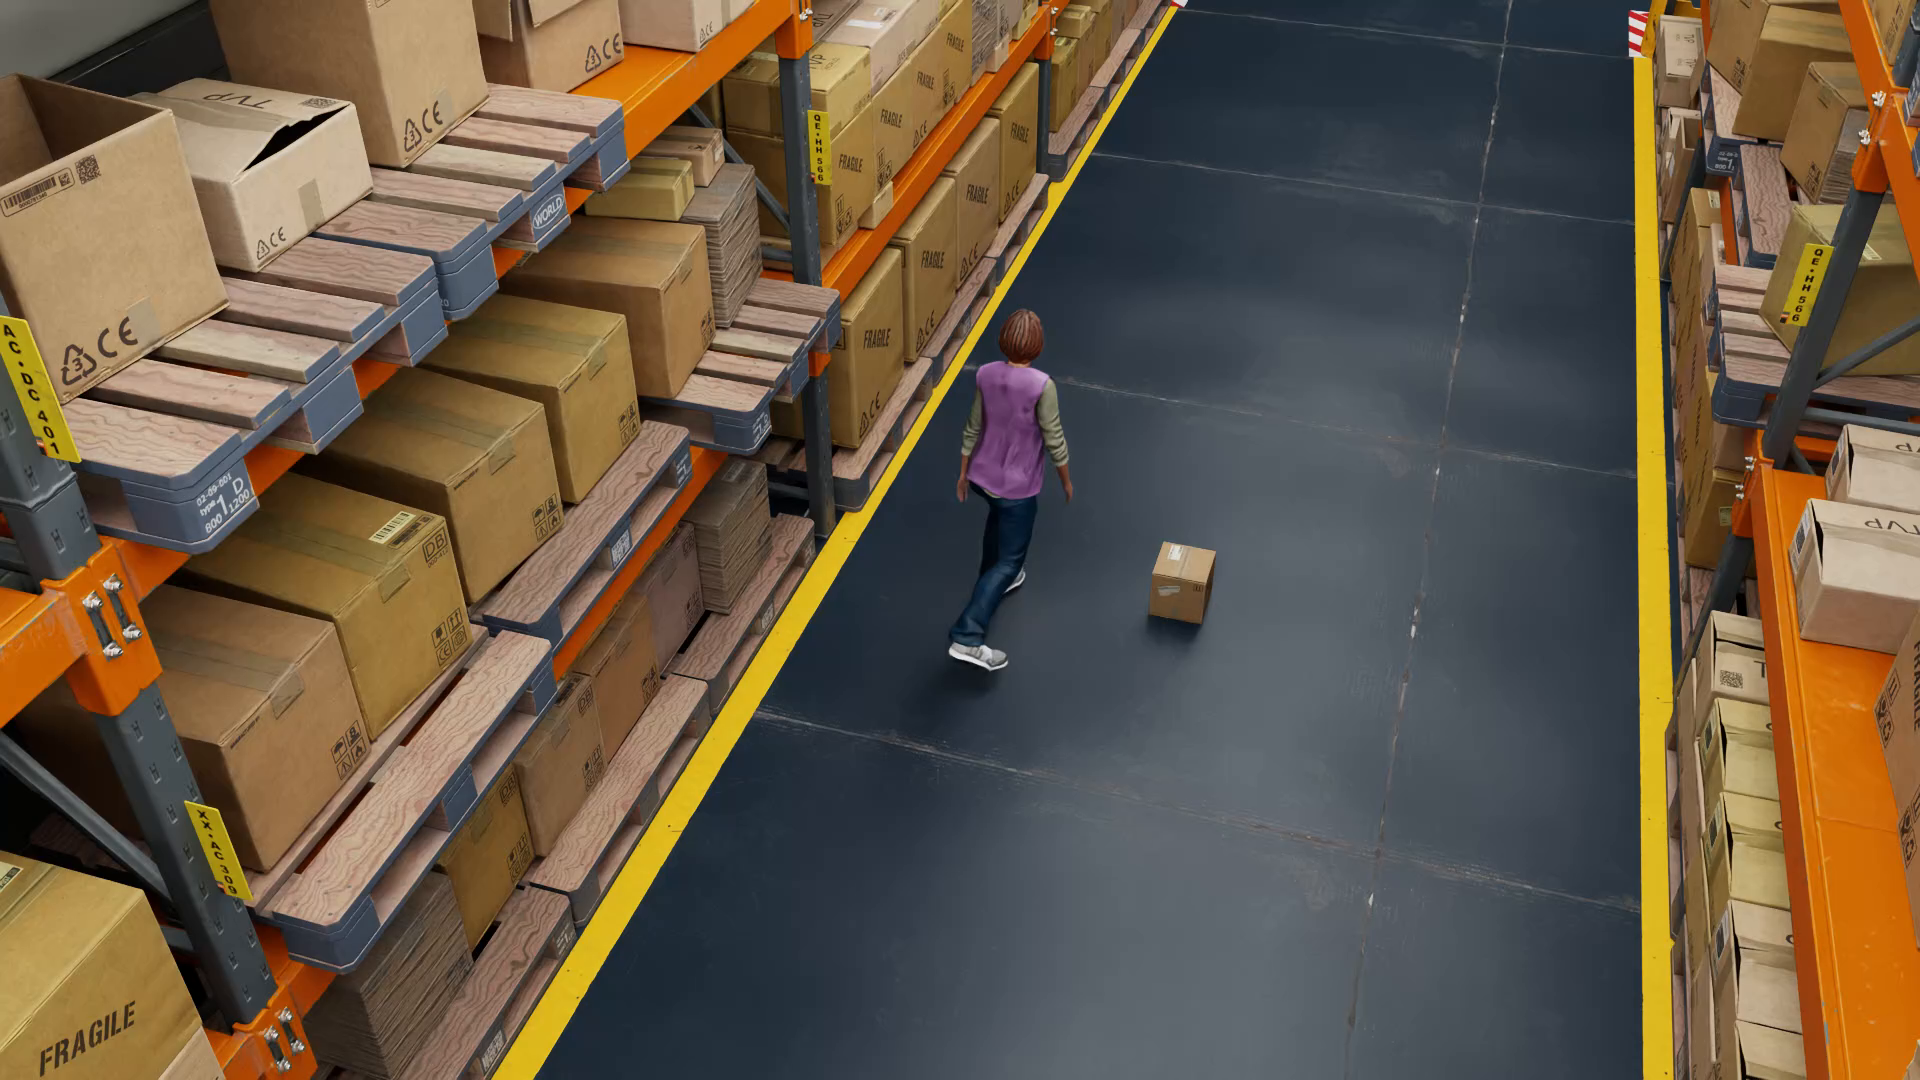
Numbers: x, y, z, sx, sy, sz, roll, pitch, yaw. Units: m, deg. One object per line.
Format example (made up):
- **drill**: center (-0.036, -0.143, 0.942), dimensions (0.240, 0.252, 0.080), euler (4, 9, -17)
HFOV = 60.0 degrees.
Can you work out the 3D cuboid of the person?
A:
- **person**: center (0.159, -0.203, 7.190), dimensions (0.485, 1.539, 0.788), euler (26, 45, 30)
